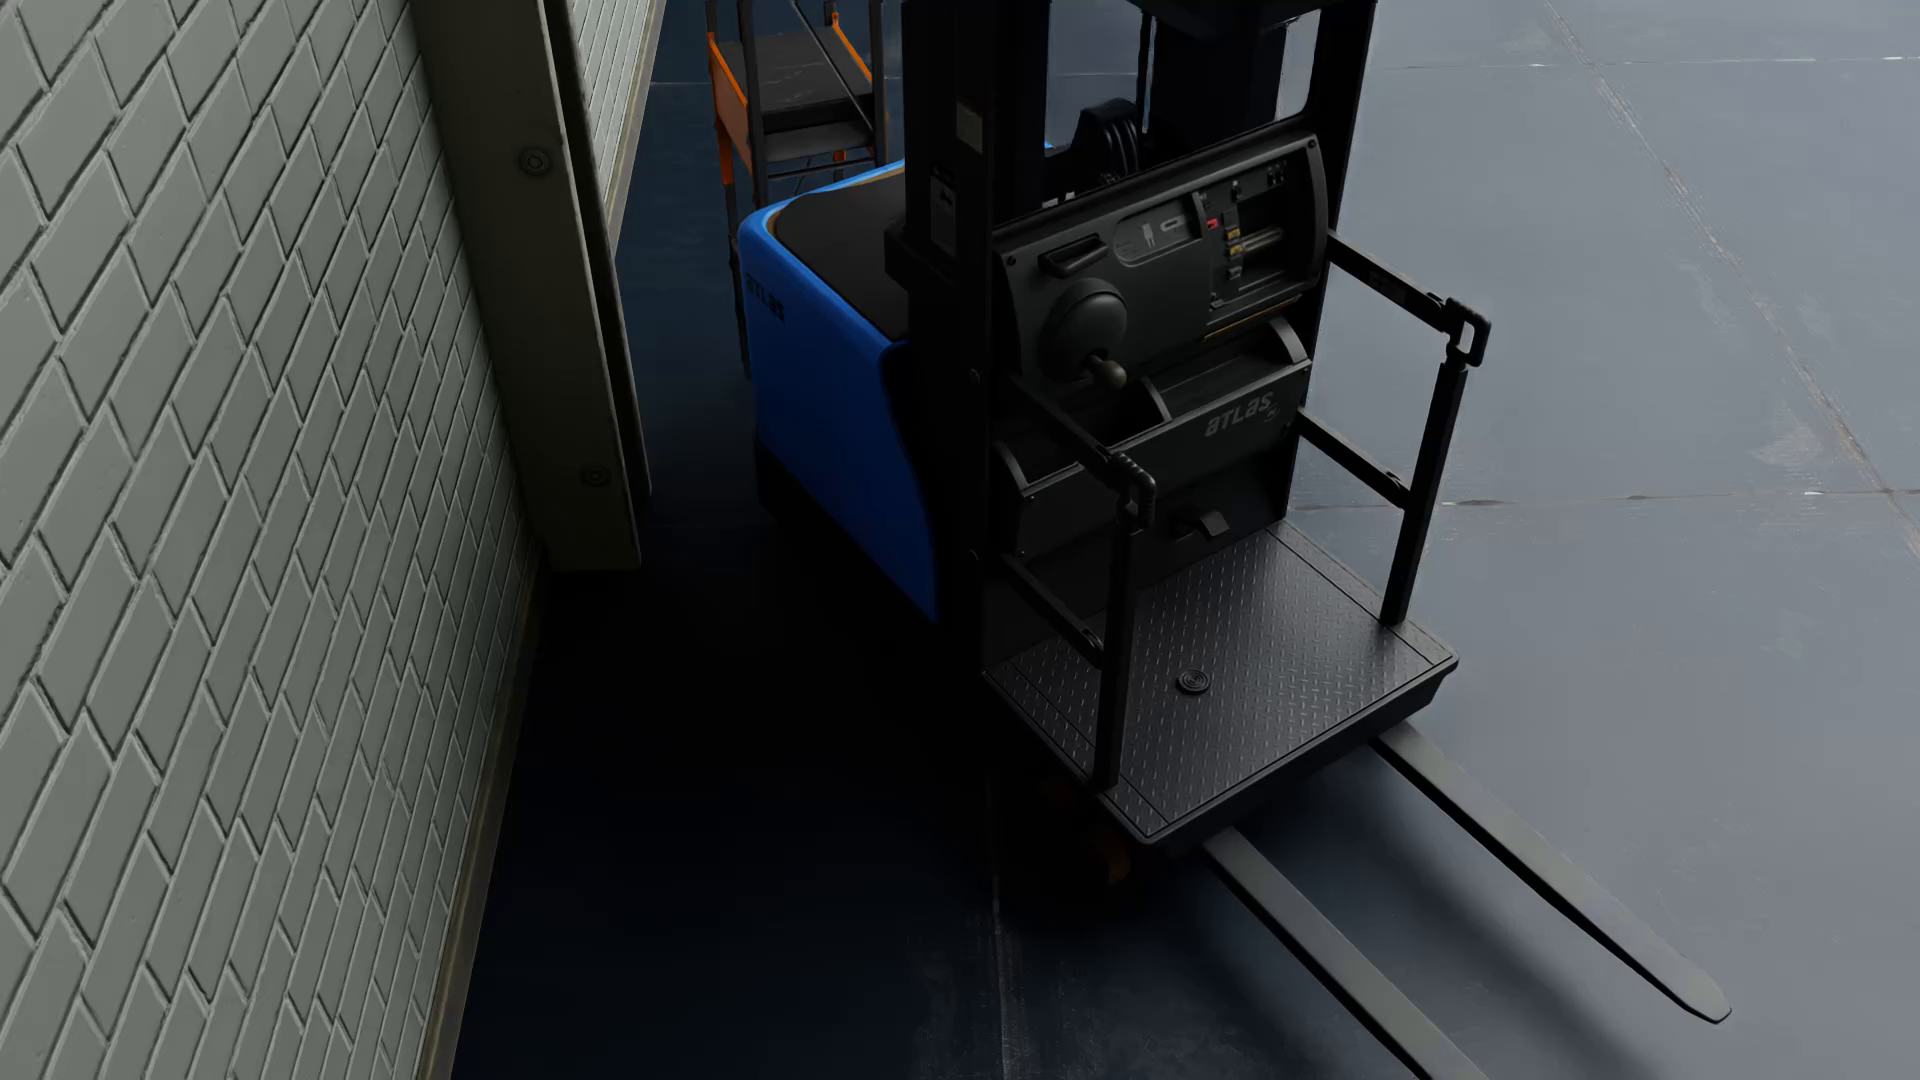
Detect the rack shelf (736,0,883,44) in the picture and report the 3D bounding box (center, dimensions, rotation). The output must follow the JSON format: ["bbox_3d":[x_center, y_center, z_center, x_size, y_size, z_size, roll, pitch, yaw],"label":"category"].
[{"bbox_3d":[-0.489,-1.746,4.585,0.431,0.518,0.480,-14,44,-15],"label":"rack shelf"}]

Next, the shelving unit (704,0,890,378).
[{"bbox_3d":[-0.489,-1.240,5.049,0.431,2.100,0.503,-14,44,-15],"label":"shelving unit"}]

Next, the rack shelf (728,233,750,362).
[{"bbox_3d":[-0.489,-0.714,5.531,0.431,0.518,0.480,-14,44,-15],"label":"rack shelf"}]

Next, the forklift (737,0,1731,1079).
[{"bbox_3d":[0.610,-0.564,3.696,1.130,2.935,3.031,-25,48,-25],"label":"forklift"}]

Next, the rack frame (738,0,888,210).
[{"bbox_3d":[-0.405,-1.085,4.880,0.400,2.100,0.015,-14,44,-15],"label":"rack frame"}]

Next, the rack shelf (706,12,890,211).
[{"bbox_3d":[-0.489,-1.230,5.058,0.431,0.518,0.480,-14,44,-15],"label":"rack shelf"}]

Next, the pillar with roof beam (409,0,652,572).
[{"bbox_3d":[3.147,-3.481,2.388,9.100,9.000,0.400,-2,43,-2],"label":"pillar with roof beam"}]

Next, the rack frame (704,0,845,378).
[{"bbox_3d":[-0.572,-1.395,5.218,0.400,2.100,0.015,-14,44,-15],"label":"rack frame"}]
